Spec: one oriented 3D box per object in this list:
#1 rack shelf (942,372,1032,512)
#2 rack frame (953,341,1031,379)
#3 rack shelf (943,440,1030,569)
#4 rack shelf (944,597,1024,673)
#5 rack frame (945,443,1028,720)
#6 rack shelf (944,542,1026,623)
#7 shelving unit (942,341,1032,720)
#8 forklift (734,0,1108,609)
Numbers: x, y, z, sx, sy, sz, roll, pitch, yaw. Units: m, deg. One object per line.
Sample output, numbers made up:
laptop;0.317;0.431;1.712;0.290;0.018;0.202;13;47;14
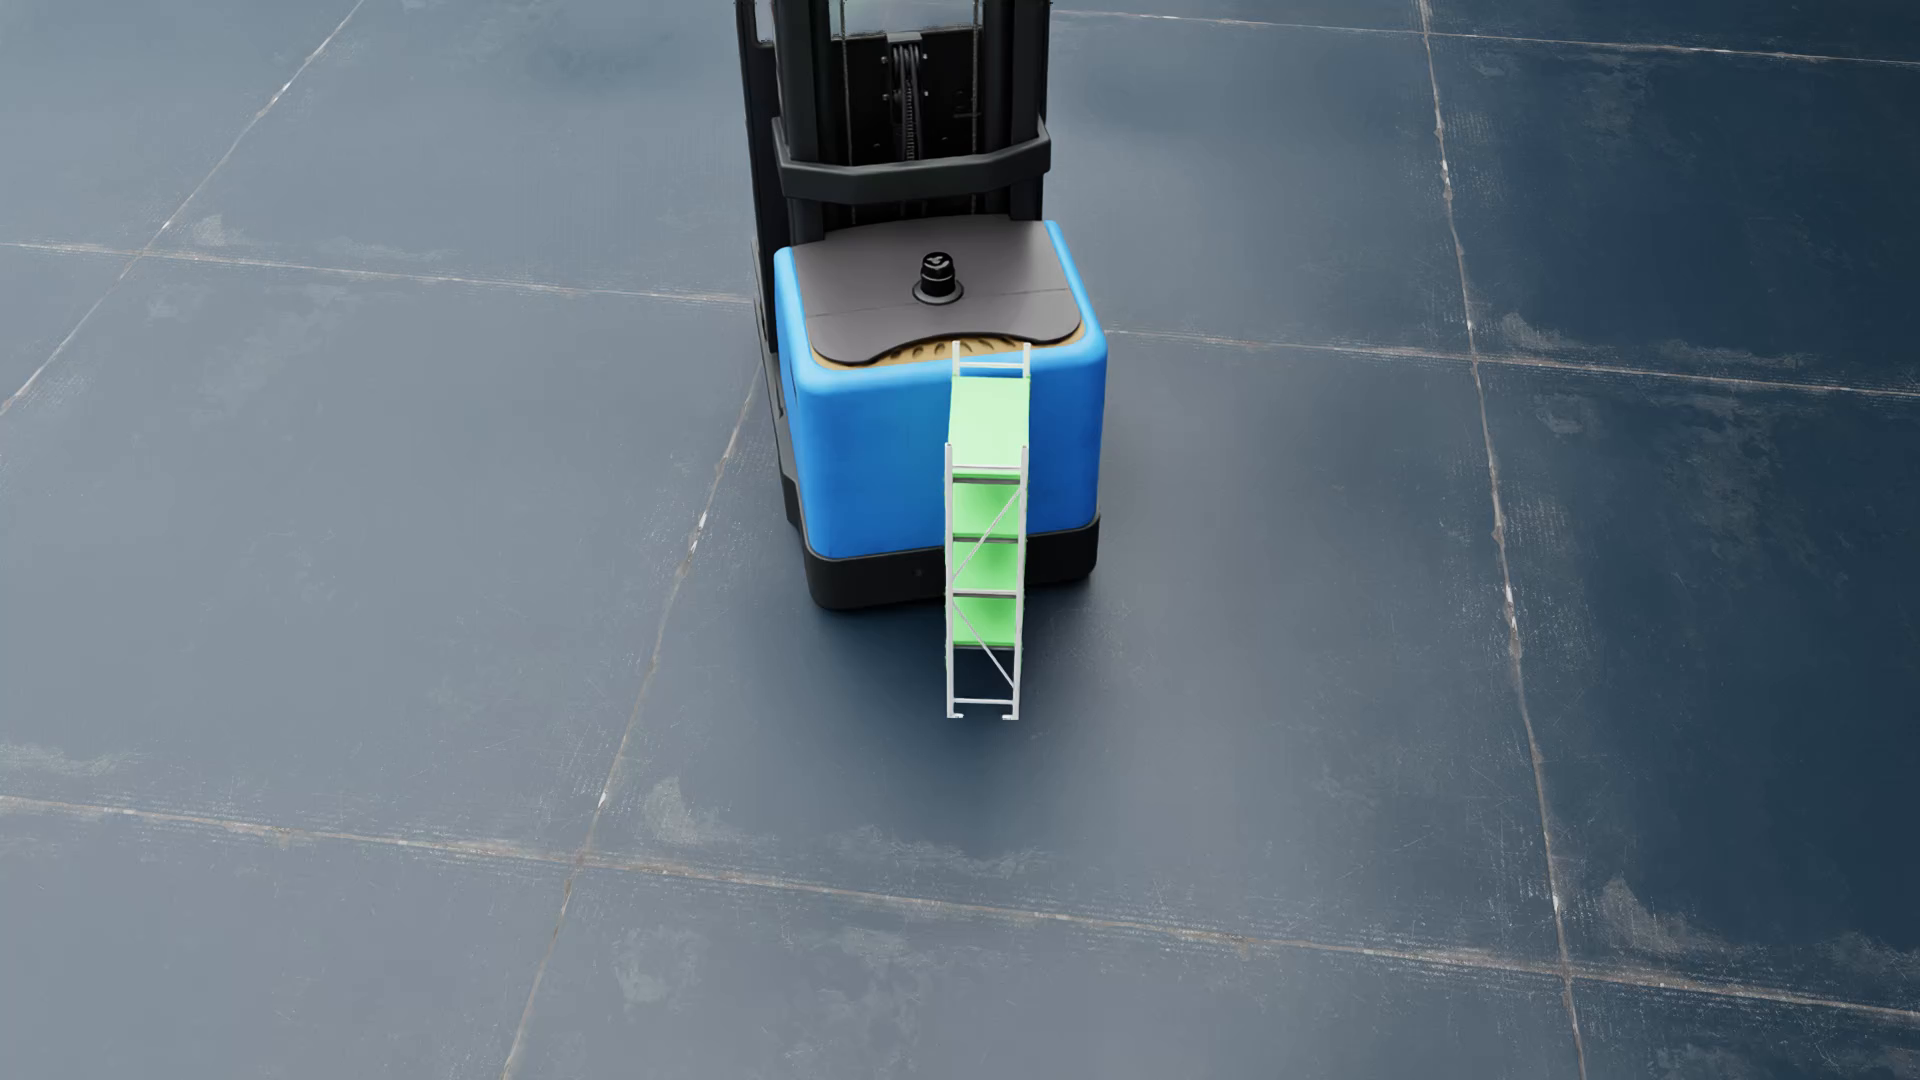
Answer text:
rack shelf;0.088;-0.306;5.095;0.258;0.148;0.480;2;43;2
rack frame;0.098;-0.172;5.559;0.240;1.200;0.015;2;43;2
rack shelf;0.088;-0.132;5.260;0.258;0.148;0.480;2;43;2
rack shelf;0.088;0.217;5.590;0.258;0.148;0.480;2;43;2
rack frame;0.077;0.164;5.205;0.240;1.200;0.015;2;43;2
rack shelf;0.088;0.042;5.425;0.258;0.148;0.480;2;43;2
shelving unit;0.088;-0.004;5.382;0.258;1.200;0.503;2;43;2
forklift;-0.274;-1.843;6.064;1.130;2.935;3.031;-7;44;-8
